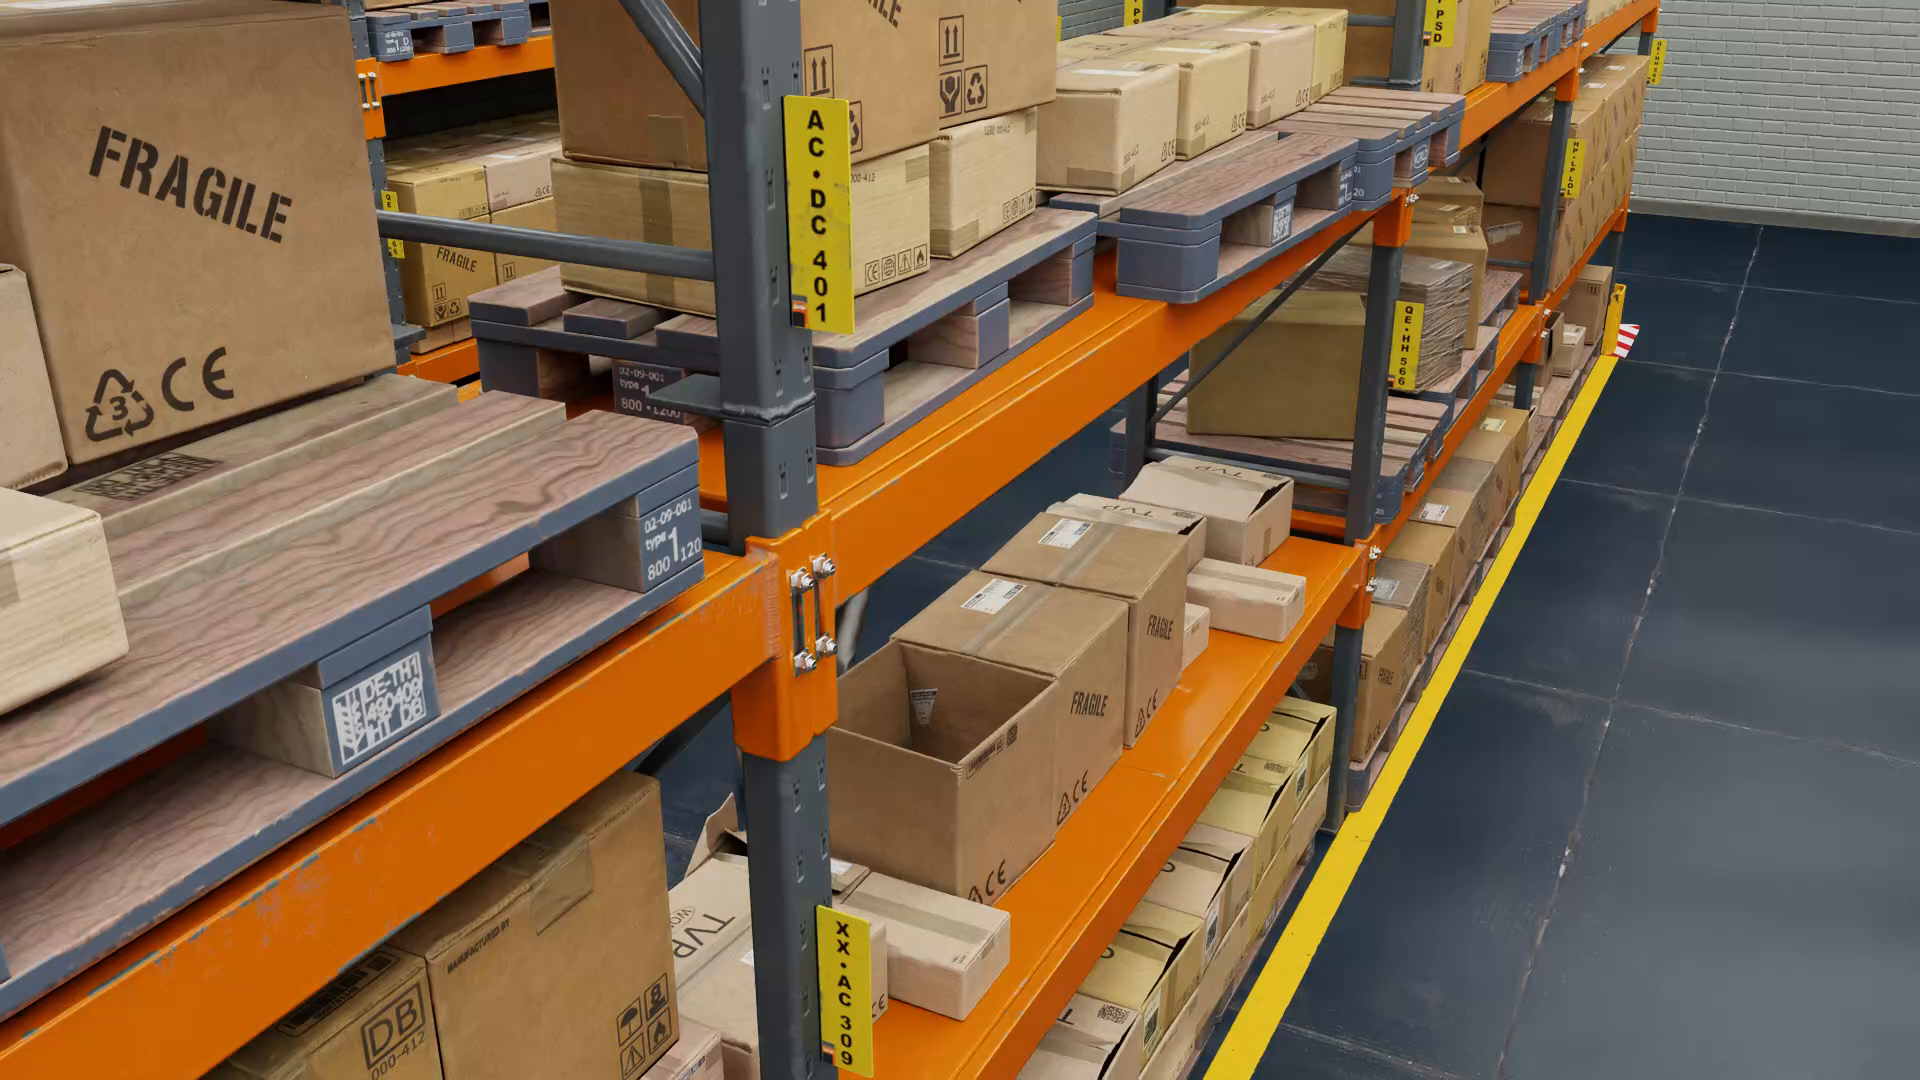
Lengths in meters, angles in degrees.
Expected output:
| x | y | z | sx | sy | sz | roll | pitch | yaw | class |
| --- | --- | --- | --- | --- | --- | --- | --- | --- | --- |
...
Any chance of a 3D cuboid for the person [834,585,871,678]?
| x | y | z | sx | sy | sz | roll | pitch | yaw | class |
| --- | --- | --- | --- | --- | --- | --- | --- | --- | --- |
| -0.681 | 0.537 | 7.299 | 0.442 | 0.915 | 0.861 | 10 | 25 | 22 | person |
